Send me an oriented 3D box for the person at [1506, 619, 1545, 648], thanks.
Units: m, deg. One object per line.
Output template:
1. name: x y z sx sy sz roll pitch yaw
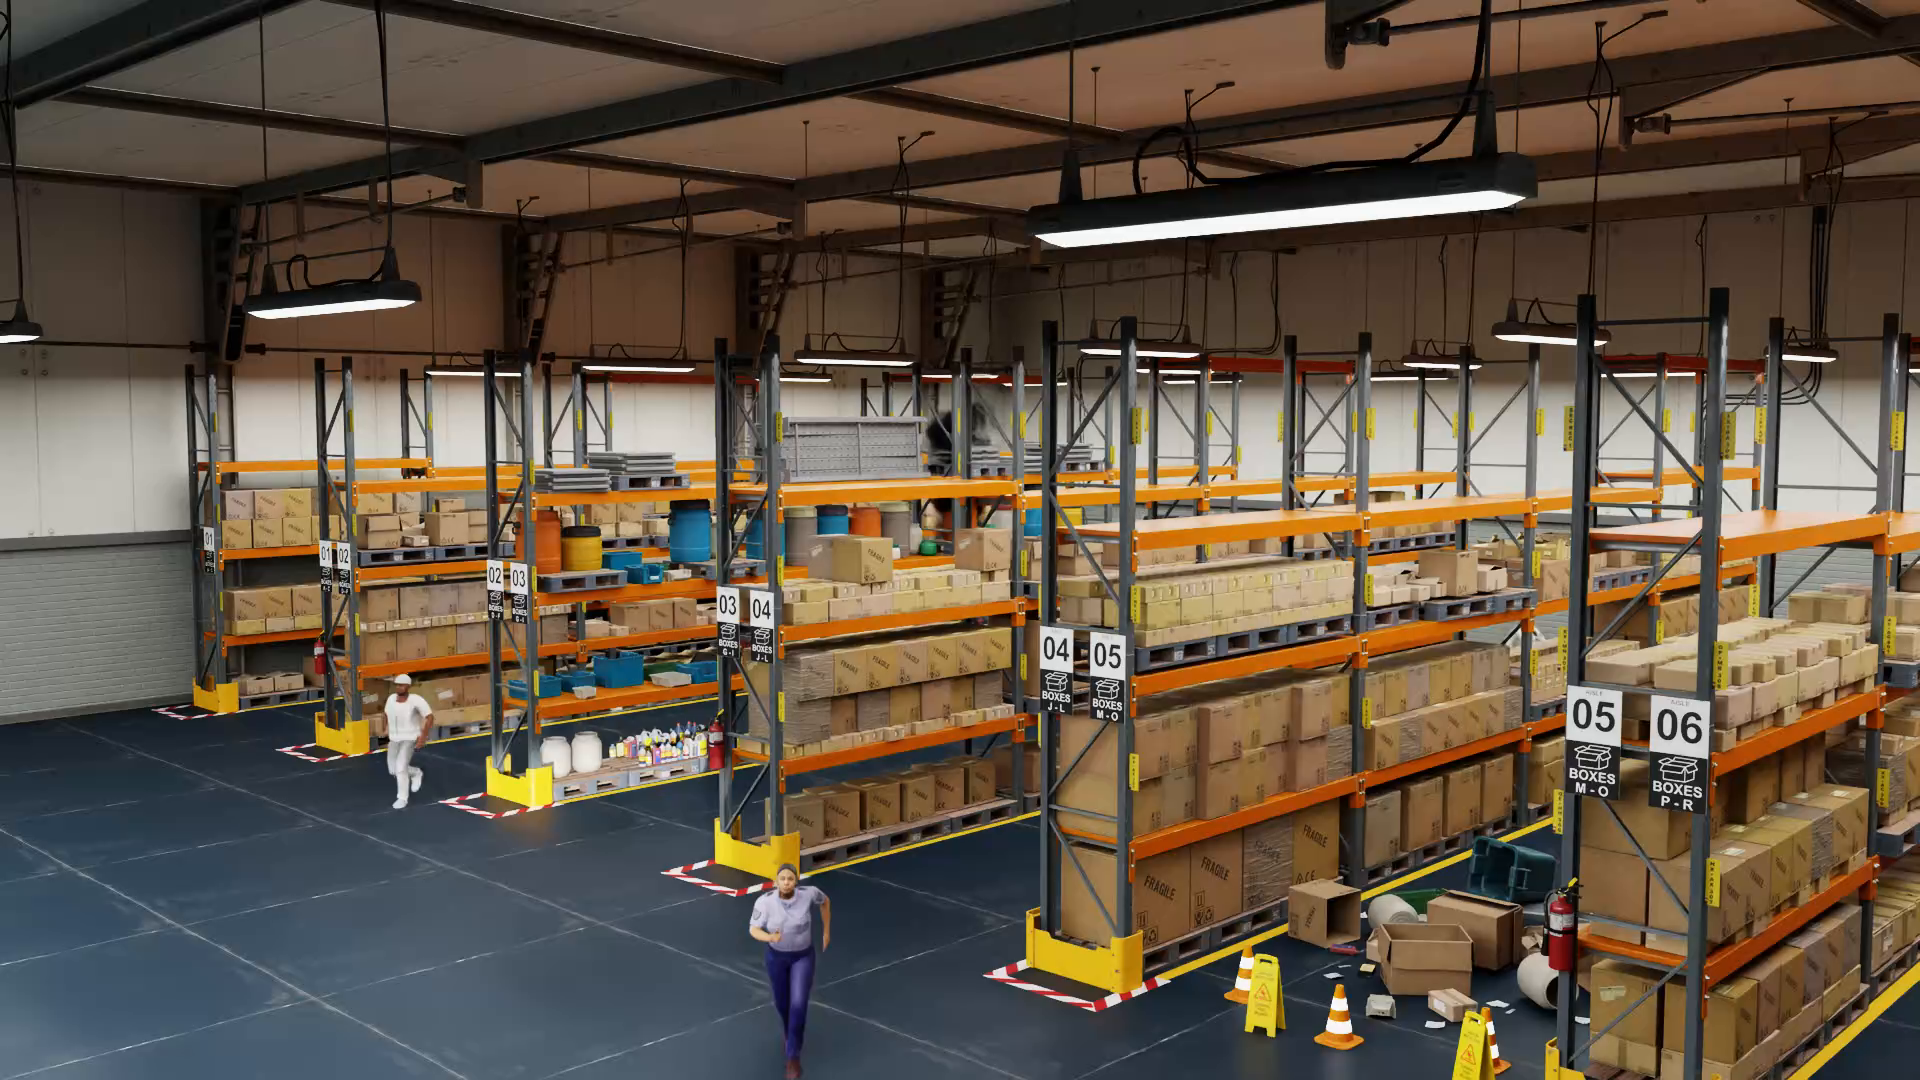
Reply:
1. person: 10.030 2.088 29.363 0.676 1.647 0.840 0 4 1

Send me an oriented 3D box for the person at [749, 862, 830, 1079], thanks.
1. person: -1.342 3.351 13.161 0.626 1.690 0.832 0 4 -2

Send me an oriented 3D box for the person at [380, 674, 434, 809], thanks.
1. person: -7.322 2.631 21.980 0.738 1.737 0.657 2 5 20
